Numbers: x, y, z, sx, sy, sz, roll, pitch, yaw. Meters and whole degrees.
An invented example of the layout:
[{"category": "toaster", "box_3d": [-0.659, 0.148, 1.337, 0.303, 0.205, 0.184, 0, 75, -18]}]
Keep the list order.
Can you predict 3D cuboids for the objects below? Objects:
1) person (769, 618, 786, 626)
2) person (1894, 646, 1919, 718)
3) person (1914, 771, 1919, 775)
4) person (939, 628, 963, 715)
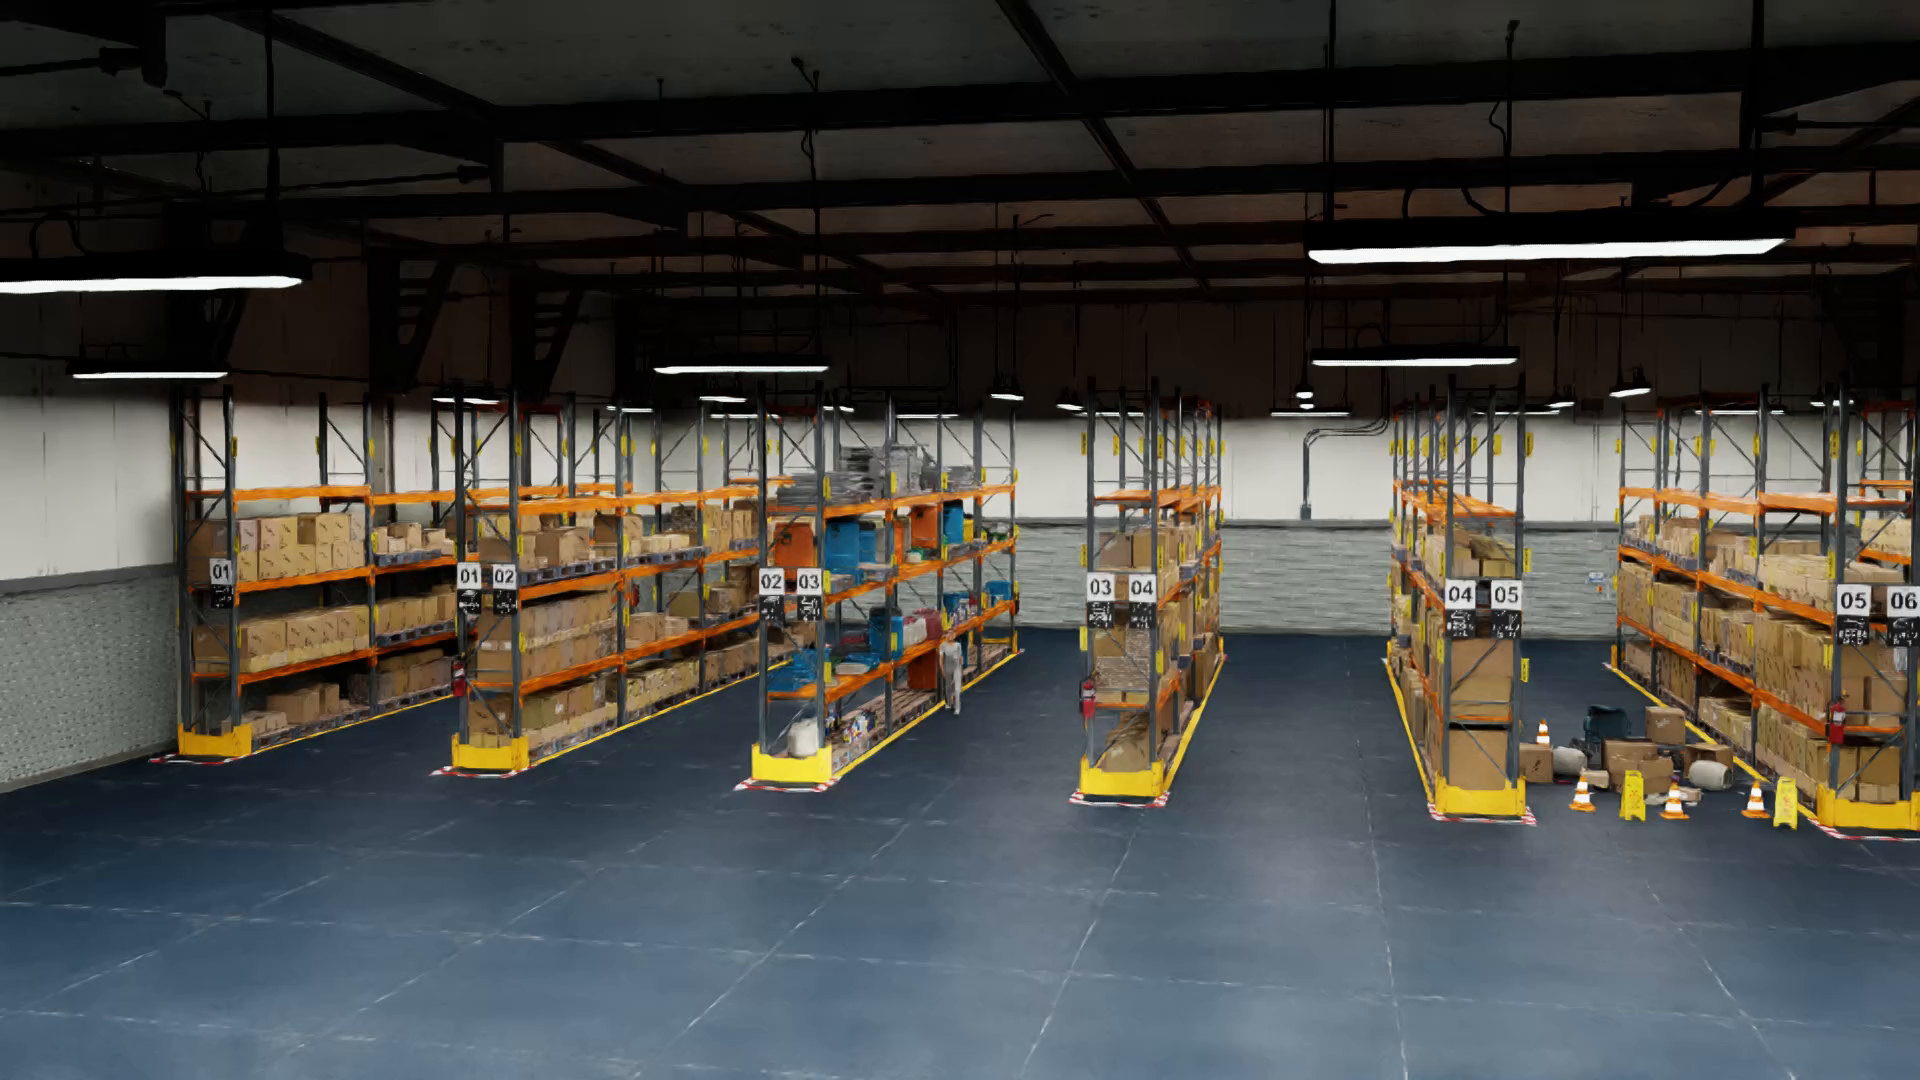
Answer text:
[{"category": "person", "box_3d": [-4.932, 1.635, 44.690, 0.588, 1.700, 1.193, 1, 3, 10]}, {"category": "person", "box_3d": [17.409, 2.383, 30.724, 0.586, 1.768, 0.638, 2, 4, 33]}, {"category": "person", "box_3d": [14.545, 2.701, 24.878, 0.493, 1.785, 0.616, 3, 4, 42]}, {"category": "person", "box_3d": [-0.177, 2.439, 31.203, 0.444, 1.604, 1.016, 0, 3, 4]}]
